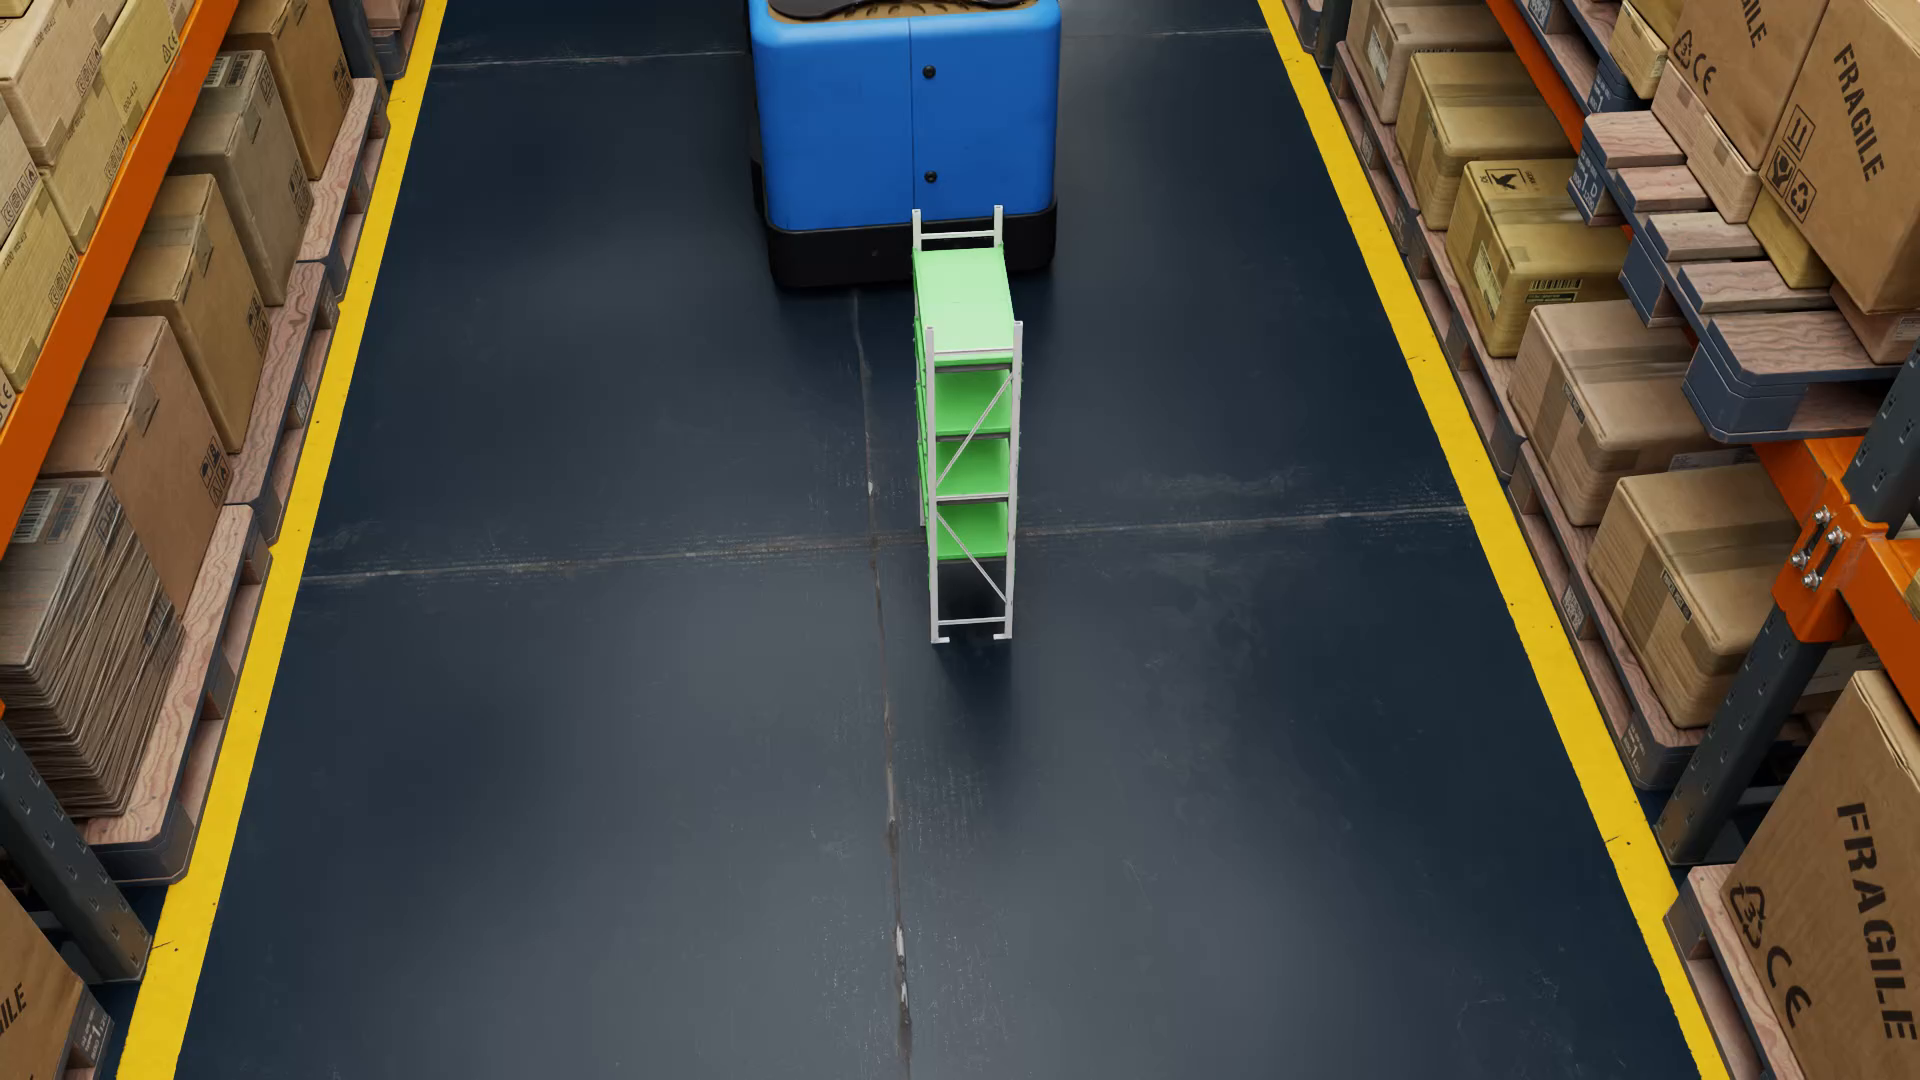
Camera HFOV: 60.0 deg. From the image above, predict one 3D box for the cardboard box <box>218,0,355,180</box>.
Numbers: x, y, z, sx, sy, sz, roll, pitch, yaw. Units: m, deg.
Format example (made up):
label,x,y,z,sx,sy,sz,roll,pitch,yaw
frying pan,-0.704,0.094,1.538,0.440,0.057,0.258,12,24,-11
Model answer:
label,x,y,z,sx,sy,sz,roll,pitch,yaw
cardboard box,-2.846,-1.775,6.212,0.875,0.625,0.625,-2,47,-2

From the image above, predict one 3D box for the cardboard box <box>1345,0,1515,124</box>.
label,x,y,z,sx,sy,sz,roll,pitch,yaw
cardboard box,2.091,-1.990,6.589,0.950,0.372,0.625,-3,47,-3

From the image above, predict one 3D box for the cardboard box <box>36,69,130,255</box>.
label,x,y,z,sx,sy,sz,roll,pitch,yaw
cardboard box,-2.447,-0.951,4.188,0.500,0.250,0.500,-5,47,-5

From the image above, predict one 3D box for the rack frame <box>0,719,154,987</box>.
label,x,y,z,sx,sy,sz,roll,pitch,yaw
rack frame,-2.566,0.070,3.118,1.000,3.000,0.127,-3,47,-3

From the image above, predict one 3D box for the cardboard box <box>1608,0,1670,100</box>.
label,x,y,z,sx,sy,sz,roll,pitch,yaw
cardboard box,1.907,-1.265,4.266,0.380,0.149,0.250,-3,47,-3

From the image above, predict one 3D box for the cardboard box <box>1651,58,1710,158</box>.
label,x,y,z,sx,sy,sz,roll,pitch,yaw
cardboard box,1.944,-1.067,4.079,0.380,0.149,0.250,-5,47,-5

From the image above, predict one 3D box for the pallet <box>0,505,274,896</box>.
label,x,y,z,sx,sy,sz,roll,pitch,yaw
pallet,-2.596,0.431,4.697,1.003,0.211,1.213,-3,47,-3

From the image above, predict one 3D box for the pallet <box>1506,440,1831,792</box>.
label,x,y,z,sx,sy,sz,roll,pitch,yaw
pallet,2.316,0.159,4.954,1.003,0.211,1.213,-3,47,-3

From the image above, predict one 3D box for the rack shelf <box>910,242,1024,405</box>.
label,x,y,z,sx,sy,sz,roll,pitch,yaw
rack shelf,0.014,-0.579,4.399,0.258,0.148,0.480,-3,47,-3

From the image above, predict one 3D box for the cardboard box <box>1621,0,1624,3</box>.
label,x,y,z,sx,sy,sz,roll,pitch,yaw
cardboard box,2.012,-1.455,4.446,0.380,0.149,0.250,-3,47,-3

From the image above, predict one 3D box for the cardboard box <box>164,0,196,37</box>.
label,x,y,z,sx,sy,sz,roll,pitch,yaw
cardboard box,-2.540,-1.699,4.897,0.500,0.250,0.500,-3,47,-3

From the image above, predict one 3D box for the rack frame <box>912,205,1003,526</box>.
label,x,y,z,sx,sy,sz,roll,pitch,yaw
rack frame,-0.007,-0.469,4.868,0.240,1.200,0.015,-3,47,-3

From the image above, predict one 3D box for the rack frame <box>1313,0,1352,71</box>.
label,x,y,z,sx,sy,sz,roll,pitch,yaw
rack frame,2.045,-3.129,6.147,1.000,3.000,0.127,-3,47,-3

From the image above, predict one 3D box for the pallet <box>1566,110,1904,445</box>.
label,x,y,z,sx,sy,sz,roll,pitch,yaw
pallet,2.214,-0.678,3.958,1.213,0.211,1.003,-3,47,-3

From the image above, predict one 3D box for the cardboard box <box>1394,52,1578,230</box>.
label,x,y,z,sx,sy,sz,roll,pitch,yaw
cardboard box,2.155,-1.470,6.097,0.950,0.372,0.625,-1,47,-1

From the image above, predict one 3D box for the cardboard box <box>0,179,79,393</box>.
label,x,y,z,sx,sy,sz,roll,pitch,yaw
cardboard box,-2.397,-0.579,3.835,0.500,0.250,0.500,-4,47,-4

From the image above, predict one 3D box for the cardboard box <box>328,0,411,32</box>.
label,x,y,z,sx,sy,sz,roll,pitch,yaw
cardboard box,-2.612,-2.393,7.055,0.500,0.250,0.500,-3,47,-3

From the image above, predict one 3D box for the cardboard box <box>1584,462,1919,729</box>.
label,x,y,z,sx,sy,sz,roll,pitch,yaw
cardboard box,2.342,0.115,4.596,0.950,0.372,0.625,-6,47,-6

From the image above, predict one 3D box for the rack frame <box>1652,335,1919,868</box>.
label,x,y,z,sx,sy,sz,roll,pitch,yaw
rack frame,2.380,-0.235,3.406,1.000,3.000,0.127,-3,47,-3

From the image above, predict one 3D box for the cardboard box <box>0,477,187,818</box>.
label,x,y,z,sx,sy,sz,roll,pitch,yaw
cardboard box,-2.605,0.290,4.256,0.875,0.625,0.625,-2,47,-2

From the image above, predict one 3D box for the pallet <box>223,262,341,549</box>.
label,x,y,z,sx,sy,sz,roll,pitch,yaw
pallet,-2.695,-0.450,5.531,1.003,0.211,1.213,-3,47,-3

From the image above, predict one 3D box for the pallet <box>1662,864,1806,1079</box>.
label,x,y,z,sx,sy,sz,roll,pitch,yaw
pallet,2.370,1.299,3.874,1.003,0.211,1.213,-3,47,-3

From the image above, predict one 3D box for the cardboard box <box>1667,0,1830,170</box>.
label,x,y,z,sx,sy,sz,roll,pitch,yaw
cardboard box,2.010,-1.201,3.759,0.500,0.500,0.500,-4,47,-4

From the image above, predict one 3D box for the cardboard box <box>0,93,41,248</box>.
label,x,y,z,sx,sy,sz,roll,pitch,yaw
cardboard box,-2.401,-0.749,3.652,0.500,0.250,0.500,-2,47,-2

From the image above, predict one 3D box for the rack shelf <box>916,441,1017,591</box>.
label,x,y,z,sx,sy,sz,roll,pitch,yaw
rack shelf,0.014,-0.084,4.922,0.258,0.148,0.480,-3,47,-3

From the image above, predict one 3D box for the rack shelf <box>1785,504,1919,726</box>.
label,x,y,z,sx,sy,sz,roll,pitch,yaw
rack shelf,2.547,1.460,2.297,1.077,0.370,4.000,-3,47,-3

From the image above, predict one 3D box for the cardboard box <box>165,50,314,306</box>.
label,x,y,z,sx,sy,sz,roll,pitch,yaw
cardboard box,-2.789,-1.213,5.679,0.875,0.625,0.625,-4,47,-4

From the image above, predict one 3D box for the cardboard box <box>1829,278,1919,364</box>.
label,x,y,z,sx,sy,sz,roll,pitch,yaw
cardboard box,2.118,-0.515,3.556,0.380,0.149,0.250,-2,47,-2

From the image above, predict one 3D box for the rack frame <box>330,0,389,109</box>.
label,x,y,z,sx,sy,sz,roll,pitch,yaw
rack frame,-2.901,-2.824,5.859,1.000,3.000,0.127,-3,47,-3

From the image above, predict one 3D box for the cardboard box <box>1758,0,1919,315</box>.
label,x,y,z,sx,sy,sz,roll,pitch,yaw
cardboard box,2.064,-0.828,3.405,0.500,0.500,0.500,-5,47,-4

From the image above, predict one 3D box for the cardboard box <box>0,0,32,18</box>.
label,x,y,z,sx,sy,sz,roll,pitch,yaw
cardboard box,-2.418,-1.369,3.965,0.380,0.149,0.250,-3,47,-2

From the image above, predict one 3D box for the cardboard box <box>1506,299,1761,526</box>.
label,x,y,z,sx,sy,sz,roll,pitch,yaw
cardboard box,2.272,-0.418,5.101,0.950,0.372,0.625,-4,47,-4

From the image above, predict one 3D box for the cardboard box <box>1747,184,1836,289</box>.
label,x,y,z,sx,sy,sz,roll,pitch,yaw
cardboard box,2.023,-0.705,3.736,0.380,0.149,0.250,-3,47,-3

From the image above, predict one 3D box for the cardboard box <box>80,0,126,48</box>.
label,x,y,z,sx,sy,sz,roll,pitch,yaw
cardboard box,-2.495,-1.497,4.360,0.500,0.250,0.500,-3,47,-3

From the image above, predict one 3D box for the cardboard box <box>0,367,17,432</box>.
label,x,y,z,sx,sy,sz,roll,pitch,yaw
cardboard box,-2.360,-0.215,3.490,0.500,0.250,0.500,-3,47,-3

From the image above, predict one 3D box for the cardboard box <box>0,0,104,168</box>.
label,x,y,z,sx,sy,sz,roll,pitch,yaw
cardboard box,-2.427,-1.129,4.012,0.500,0.250,0.500,-5,47,-4

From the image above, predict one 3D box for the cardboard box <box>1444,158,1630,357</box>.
label,x,y,z,sx,sy,sz,roll,pitch,yaw
cardboard box,2.215,-0.967,5.621,0.950,0.372,0.625,-2,47,-2

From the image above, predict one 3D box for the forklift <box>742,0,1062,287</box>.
label,x,y,z,sx,sy,sz,roll,pitch,yaw
forklift,-0.348,-3.001,6.073,1.130,2.935,3.031,-5,47,-5

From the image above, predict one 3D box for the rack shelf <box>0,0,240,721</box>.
label,x,y,z,sx,sy,sz,roll,pitch,yaw
rack shelf,-2.734,-1.130,4.750,1.077,0.370,4.000,-3,47,-3

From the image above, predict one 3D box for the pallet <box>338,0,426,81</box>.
label,x,y,z,sx,sy,sz,roll,pitch,yaw
pallet,-2.926,-2.443,7.419,1.003,0.211,1.213,-3,47,-3

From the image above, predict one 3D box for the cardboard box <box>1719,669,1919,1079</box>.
label,x,y,z,sx,sy,sz,roll,pitch,yaw
cardboard box,2.355,0.856,3.547,0.875,0.875,0.875,-4,47,-4

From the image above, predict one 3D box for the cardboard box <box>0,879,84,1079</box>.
label,x,y,z,sx,sy,sz,roll,pitch,yaw
cardboard box,-2.317,1.078,3.596,0.500,0.500,0.500,-2,47,-2

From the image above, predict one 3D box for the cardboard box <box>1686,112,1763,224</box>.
label,x,y,z,sx,sy,sz,roll,pitch,yaw
cardboard box,1.957,-0.885,3.906,0.380,0.149,0.250,-4,47,-4

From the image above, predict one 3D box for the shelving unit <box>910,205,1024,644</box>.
label,x,y,z,sx,sy,sz,roll,pitch,yaw
shelving unit,0.014,-0.293,4.701,0.258,1.200,0.503,-3,47,-3

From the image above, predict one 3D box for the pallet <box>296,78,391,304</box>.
label,x,y,z,sx,sy,sz,roll,pitch,yaw
pallet,-2.801,-1.335,6.369,1.003,0.211,1.213,-3,47,-3

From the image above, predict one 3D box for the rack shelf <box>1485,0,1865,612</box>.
label,x,y,z,sx,sy,sz,roll,pitch,yaw
rack shelf,2.212,-1.434,5.038,1.077,0.370,4.000,-3,47,-3

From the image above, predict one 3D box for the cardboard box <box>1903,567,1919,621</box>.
label,x,y,z,sx,sy,sz,roll,pitch,yaw
cardboard box,2.170,0.186,3.111,0.500,0.250,0.500,-4,47,-4

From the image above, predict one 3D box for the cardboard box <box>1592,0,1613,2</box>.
label,x,y,z,sx,sy,sz,roll,pitch,yaw
cardboard box,1.909,-1.632,4.613,0.380,0.149,0.250,-5,47,-5

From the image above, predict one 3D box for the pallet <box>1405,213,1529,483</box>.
label,x,y,z,sx,sy,sz,roll,pitch,yaw
pallet,2.217,-0.722,5.788,1.003,0.211,1.213,-3,47,-3

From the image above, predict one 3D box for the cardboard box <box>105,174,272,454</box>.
label,x,y,z,sx,sy,sz,roll,pitch,yaw
cardboard box,-2.724,-0.669,5.164,0.875,0.625,0.625,-5,47,-5

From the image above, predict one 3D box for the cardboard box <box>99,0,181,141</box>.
label,x,y,z,sx,sy,sz,roll,pitch,yaw
cardboard box,-2.489,-1.326,4.543,0.500,0.250,0.500,-2,47,-2

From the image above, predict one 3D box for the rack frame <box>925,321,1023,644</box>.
label,x,y,z,sx,sy,sz,roll,pitch,yaw
rack frame,0.034,-0.116,4.534,0.240,1.200,0.015,-3,47,-3

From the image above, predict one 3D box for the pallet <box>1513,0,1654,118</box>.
label,x,y,z,sx,sy,sz,roll,pitch,yaw
pallet,2.173,-1.598,4.830,1.003,0.211,1.213,-3,47,-3

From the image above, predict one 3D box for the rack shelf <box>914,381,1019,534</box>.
label,x,y,z,sx,sy,sz,roll,pitch,yaw
rack shelf,0.014,-0.249,4.747,0.258,0.148,0.480,-3,47,-3

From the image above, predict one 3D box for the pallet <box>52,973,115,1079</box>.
label,x,y,z,sx,sy,sz,roll,pitch,yaw
pallet,-2.542,1.571,3.617,1.003,0.211,1.213,-3,47,-3

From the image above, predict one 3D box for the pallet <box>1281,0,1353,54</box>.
label,x,y,z,sx,sy,sz,roll,pitch,yaw
pallet,1.953,-2.654,7.618,1.003,0.211,1.213,-3,47,-3

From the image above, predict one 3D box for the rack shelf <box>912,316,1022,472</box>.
label,x,y,z,sx,sy,sz,roll,pitch,yaw
rack shelf,0.014,-0.414,4.573,0.258,0.148,0.480,-3,47,-3

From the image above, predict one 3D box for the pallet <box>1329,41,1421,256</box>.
label,x,y,z,sx,sy,sz,roll,pitch,yaw
pallet,2.111,-1.607,6.626,1.003,0.211,1.213,-3,47,-3

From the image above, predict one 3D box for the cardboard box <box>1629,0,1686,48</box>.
label,x,y,z,sx,sy,sz,roll,pitch,yaw
cardboard box,1.967,-1.566,4.104,0.500,0.500,0.500,-6,47,-6

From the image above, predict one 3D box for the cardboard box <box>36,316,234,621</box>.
label,x,y,z,sx,sy,sz,roll,pitch,yaw
cardboard box,-2.668,-0.182,4.703,0.875,0.625,0.625,-2,47,-2
